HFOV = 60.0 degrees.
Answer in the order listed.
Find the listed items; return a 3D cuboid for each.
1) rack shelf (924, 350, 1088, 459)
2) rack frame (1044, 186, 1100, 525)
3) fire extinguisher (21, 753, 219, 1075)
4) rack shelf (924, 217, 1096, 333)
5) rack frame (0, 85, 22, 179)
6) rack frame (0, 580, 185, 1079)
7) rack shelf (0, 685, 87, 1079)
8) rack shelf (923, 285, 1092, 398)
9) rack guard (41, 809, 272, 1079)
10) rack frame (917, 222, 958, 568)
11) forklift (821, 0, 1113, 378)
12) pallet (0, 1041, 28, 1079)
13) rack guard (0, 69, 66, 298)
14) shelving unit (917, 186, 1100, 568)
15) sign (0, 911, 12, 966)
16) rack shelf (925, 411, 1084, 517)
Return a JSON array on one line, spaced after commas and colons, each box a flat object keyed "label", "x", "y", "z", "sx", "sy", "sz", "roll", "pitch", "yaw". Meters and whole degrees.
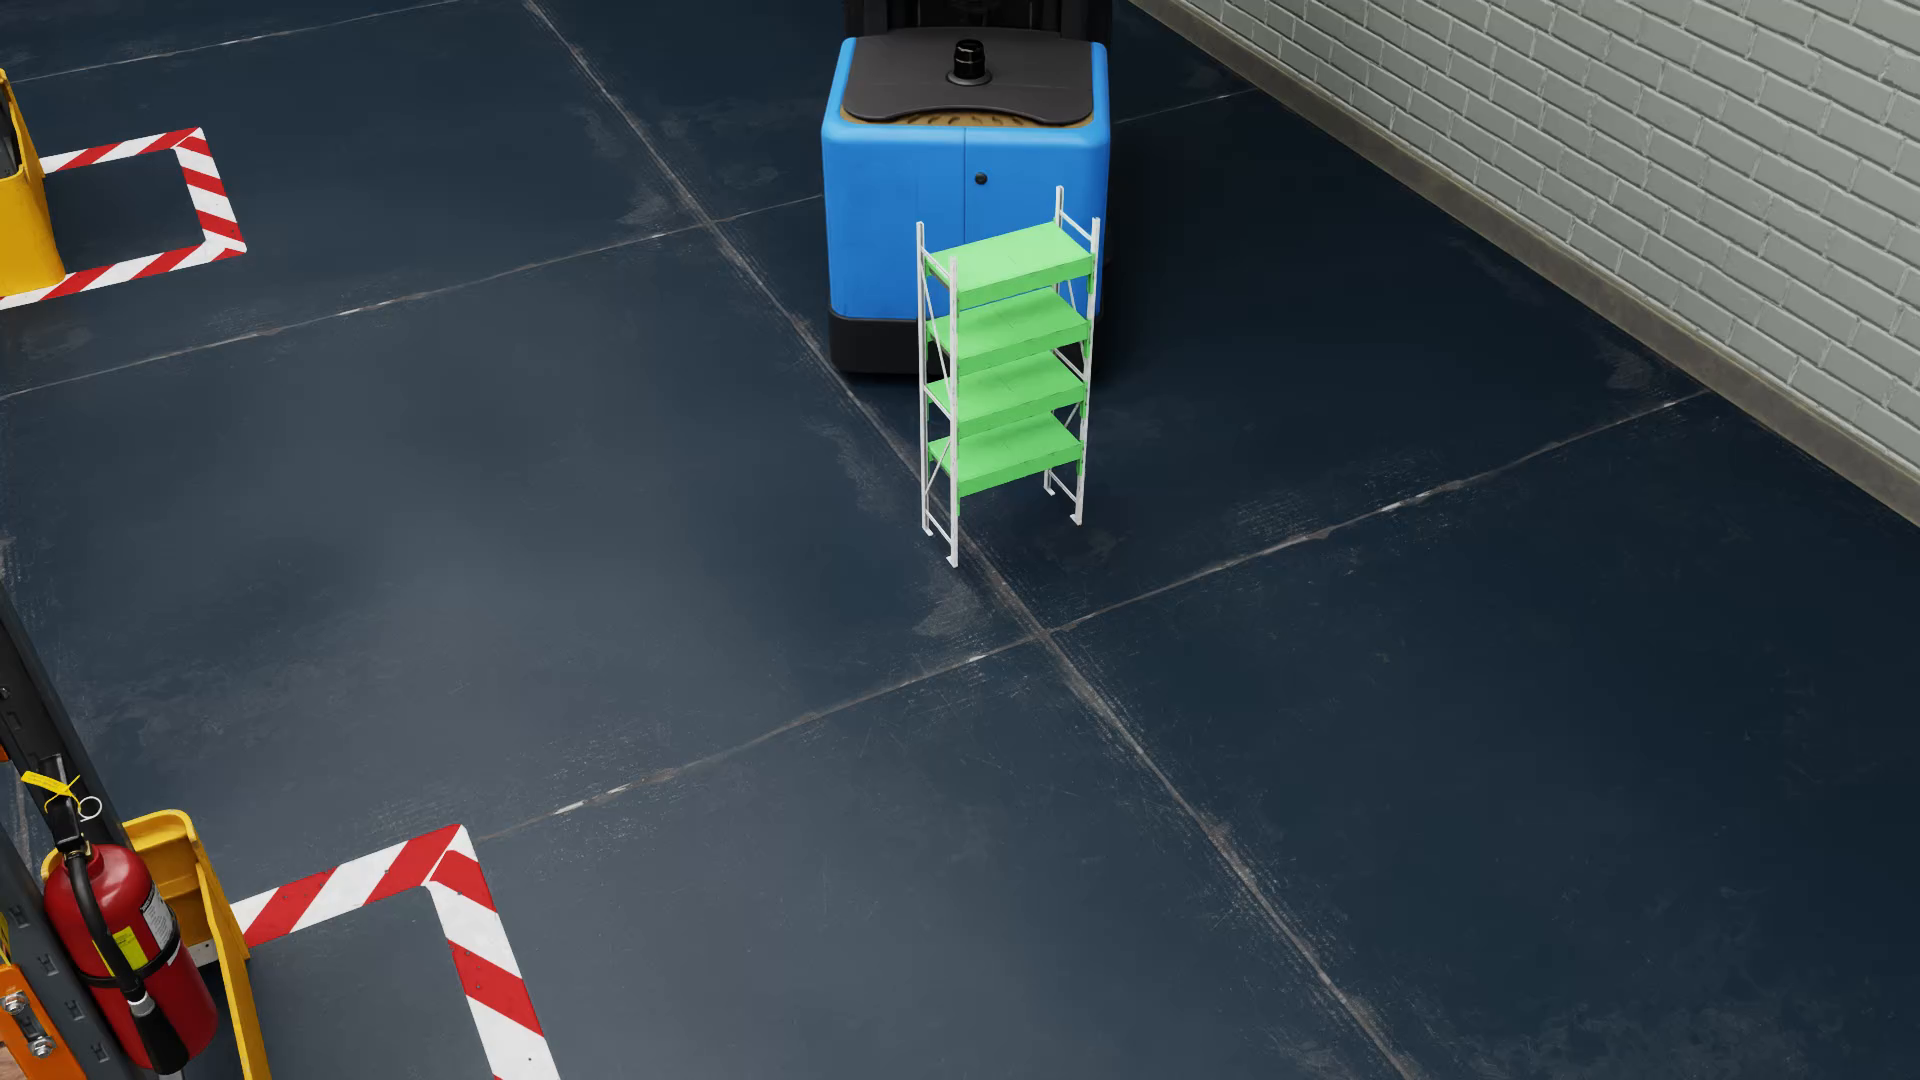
[{"label": "rack shelf", "x": 0.147, "y": -0.459, "z": 5.462, "sx": 0.480, "sy": 0.148, "sz": 0.258, "roll": -19, "pitch": 44, "yaw": -21}, {"label": "rack frame", "x": 0.363, "y": -0.580, "z": 5.507, "sx": 0.015, "sy": 1.200, "sz": 0.240, "roll": -19, "pitch": 44, "yaw": -21}, {"label": "fire extinguisher", "x": -1.505, "y": 0.687, "z": 2.966, "sx": 0.183, "sy": 0.674, "sz": 0.296, "roll": -19, "pitch": 44, "yaw": -21}, {"label": "rack shelf", "x": 0.147, "y": -0.825, "z": 5.152, "sx": 0.480, "sy": 0.148, "sz": 0.258, "roll": -19, "pitch": 44, "yaw": -21}, {"label": "rack frame", "x": -4.134, "y": -2.540, "z": 6.429, "sx": 0.127, "sy": 3.000, "sz": 1.000, "roll": -19, "pitch": 44, "yaw": -21}, {"label": "rack frame", "x": -1.849, "y": 0.299, "z": 3.075, "sx": 0.127, "sy": 3.000, "sz": 1.000, "roll": -19, "pitch": 44, "yaw": -21}, {"label": "rack shelf", "x": -3.623, "y": 1.171, "z": 2.602, "sx": 4.000, "sy": 0.370, "sz": 1.077, "roll": -19, "pitch": 44, "yaw": -21}, {"label": "rack shelf", "x": 0.147, "y": -0.642, "z": 5.307, "sx": 0.480, "sy": 0.148, "sz": 0.258, "roll": -19, "pitch": 44, "yaw": -21}, {"label": "rack guard", "x": -1.834, "y": 1.239, "z": 3.899, "sx": 0.348, "sy": 0.500, "sz": 1.175, "roll": -19, "pitch": 44, "yaw": -21}, {"label": "rack frame", "x": -0.070, "y": -0.435, "z": 5.335, "sx": 0.015, "sy": 1.200, "sz": 0.240, "roll": -19, "pitch": 44, "yaw": -21}, {"label": "forklift", "x": 0.086, "y": -2.672, "z": 6.638, "sx": 1.130, "sy": 2.935, "sz": 3.031, "roll": 2, "pitch": 40, "yaw": 2}, {"label": "pallet", "x": -2.598, "y": 1.588, "z": 3.711, "sx": 1.213, "sy": 0.211, "sz": 1.003, "roll": -19, "pitch": 44, "yaw": -21}, {"label": "rack guard", "x": -4.201, "y": -1.563, "z": 7.210, "sx": 0.348, "sy": 0.500, "sz": 1.175, "roll": -19, "pitch": 44, "yaw": -21}, {"label": "shelving unit", "x": 0.147, "y": -0.507, "z": 5.421, "sx": 0.503, "sy": 1.200, "sz": 0.258, "roll": -19, "pitch": 44, "yaw": -21}, {"label": "sign", "x": -1.580, "y": 0.547, "z": 2.655, "sx": 0.005, "sy": 0.325, "sz": 0.100, "roll": -19, "pitch": 44, "yaw": -21}, {"label": "rack shelf", "x": 0.147, "y": -0.275, "z": 5.617, "sx": 0.480, "sy": 0.148, "sz": 0.258, "roll": -19, "pitch": 44, "yaw": -21}]
